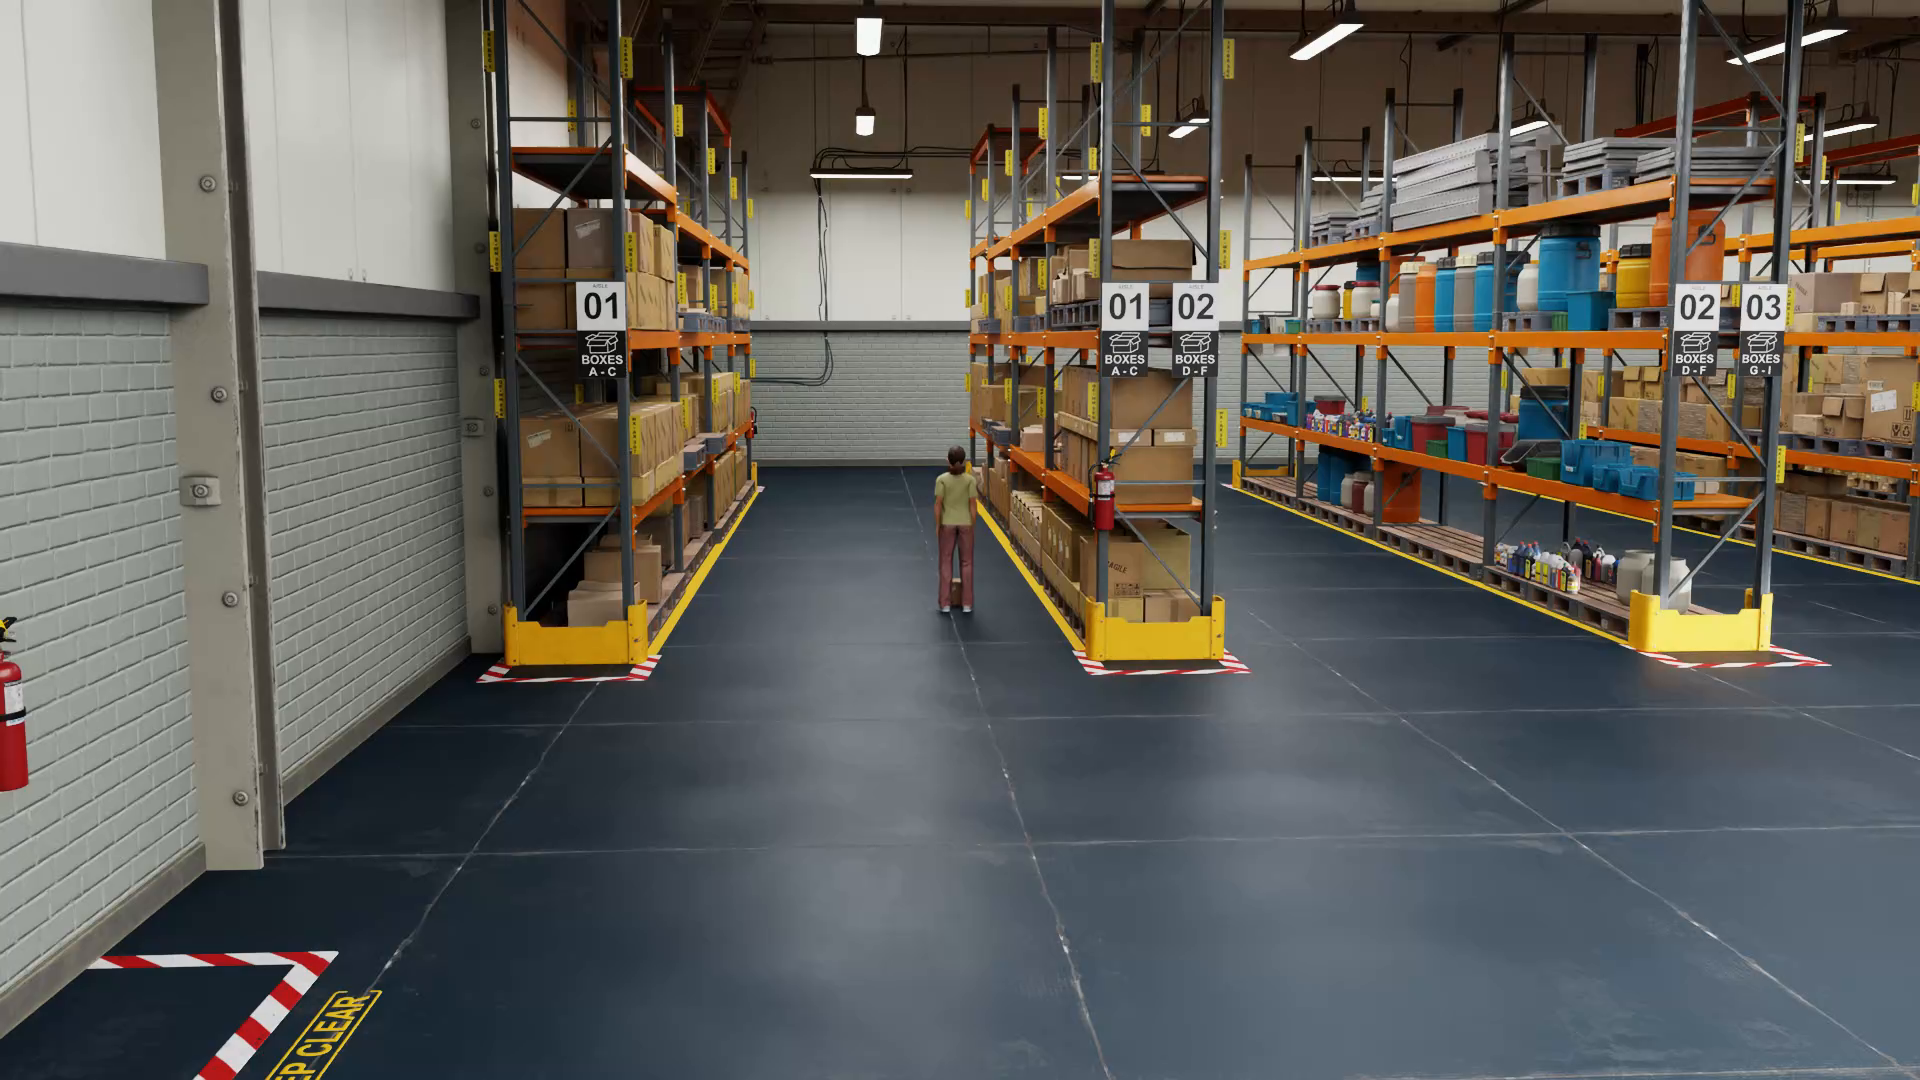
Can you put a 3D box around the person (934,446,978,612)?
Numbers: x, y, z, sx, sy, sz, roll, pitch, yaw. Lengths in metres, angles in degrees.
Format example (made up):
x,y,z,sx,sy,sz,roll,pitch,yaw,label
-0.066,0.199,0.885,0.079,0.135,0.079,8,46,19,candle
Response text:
x,y,z,sx,sy,sz,roll,pitch,yaw,label
-0.041,-0.107,16.656,0.439,1.673,0.359,0,7,-2,person
